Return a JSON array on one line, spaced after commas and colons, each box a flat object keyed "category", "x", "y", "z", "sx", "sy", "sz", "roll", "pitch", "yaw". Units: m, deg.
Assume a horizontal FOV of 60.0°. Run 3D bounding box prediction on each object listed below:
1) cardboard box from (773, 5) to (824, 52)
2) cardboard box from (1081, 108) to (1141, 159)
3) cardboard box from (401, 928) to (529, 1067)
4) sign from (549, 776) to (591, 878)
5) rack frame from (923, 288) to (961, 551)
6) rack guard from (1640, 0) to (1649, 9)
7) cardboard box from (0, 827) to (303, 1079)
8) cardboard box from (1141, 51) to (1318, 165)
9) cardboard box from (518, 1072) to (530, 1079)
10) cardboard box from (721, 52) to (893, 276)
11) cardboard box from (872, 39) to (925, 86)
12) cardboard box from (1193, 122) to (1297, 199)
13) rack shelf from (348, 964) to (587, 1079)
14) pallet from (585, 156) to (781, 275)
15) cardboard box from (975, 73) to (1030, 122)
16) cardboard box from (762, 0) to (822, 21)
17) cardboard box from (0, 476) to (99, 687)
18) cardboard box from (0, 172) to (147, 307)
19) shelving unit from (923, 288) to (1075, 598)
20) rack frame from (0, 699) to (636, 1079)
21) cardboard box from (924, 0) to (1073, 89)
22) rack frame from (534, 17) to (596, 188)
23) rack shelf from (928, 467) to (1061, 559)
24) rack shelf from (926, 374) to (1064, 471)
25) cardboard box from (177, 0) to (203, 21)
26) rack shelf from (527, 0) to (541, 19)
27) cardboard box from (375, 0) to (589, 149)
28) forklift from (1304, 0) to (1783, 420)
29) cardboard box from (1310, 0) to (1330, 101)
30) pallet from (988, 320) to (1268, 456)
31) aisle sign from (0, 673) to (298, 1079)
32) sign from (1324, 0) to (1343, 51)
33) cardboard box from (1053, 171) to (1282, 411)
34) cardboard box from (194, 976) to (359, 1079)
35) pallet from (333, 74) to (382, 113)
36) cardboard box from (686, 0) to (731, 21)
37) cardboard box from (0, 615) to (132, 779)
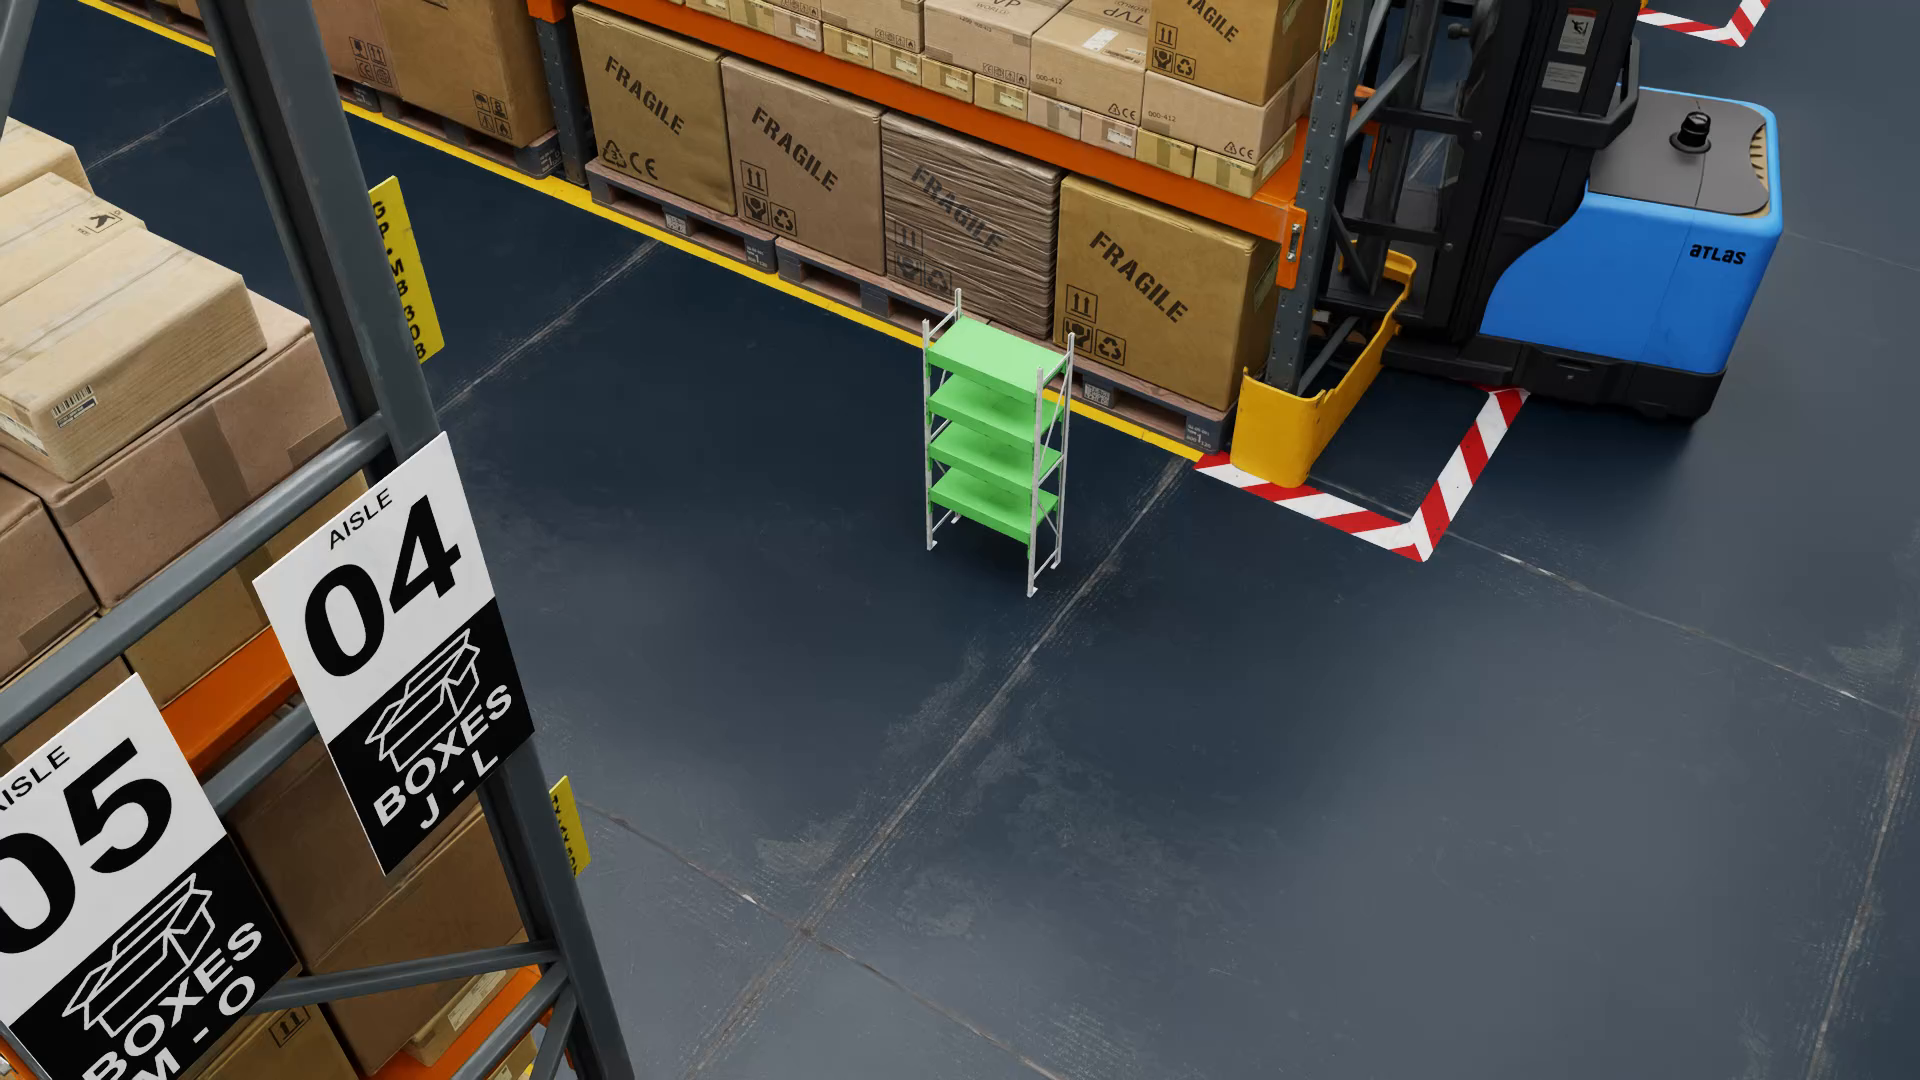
[{"category": "cardboard box", "x": -0.606, "y": -2.323, "z": 7.313, "sx": 0.250, "sy": 0.149, "sz": 0.380, "roll": 25, "pitch": 51, "yaw": 23}, {"category": "cardboard box", "x": 0.691, "y": -1.728, "z": 6.735, "sx": 0.250, "sy": 0.149, "sz": 0.380, "roll": 25, "pitch": 51, "yaw": 22}, {"category": "cardboard box", "x": -1.258, "y": 1.041, "z": 4.044, "sx": 0.250, "sy": 0.149, "sz": 0.380, "roll": 24, "pitch": 51, "yaw": 22}, {"category": "sign", "x": -0.870, "y": 0.647, "z": 3.648, "sx": 0.005, "sy": 0.325, "sz": 0.100, "roll": 25, "pitch": 51, "yaw": 22}, {"category": "rack frame", "x": -0.066, "y": -0.449, "z": 6.571, "sx": 0.015, "sy": 1.200, "sz": 0.240, "roll": 25, "pitch": 51, "yaw": 22}, {"category": "rack guard", "x": 4.302, "y": -3.796, "z": 10.312, "sx": 0.348, "sy": 0.500, "sz": 1.175, "roll": 25, "pitch": 51, "yaw": 22}, {"category": "cardboard box", "x": -1.682, "y": 0.763, "z": 3.165, "sx": 0.500, "sy": 0.500, "sz": 0.500, "roll": 24, "pitch": 50, "yaw": 21}, {"category": "cardboard box", "x": 1.049, "y": -1.757, "z": 6.485, "sx": 0.500, "sy": 0.250, "sz": 0.500, "roll": 24, "pitch": 50, "yaw": 22}, {"category": "cardboard box", "x": -1.431, "y": 1.728, "z": 4.896, "sx": 0.250, "sy": 0.149, "sz": 0.380, "roll": 26, "pitch": 51, "yaw": 23}, {"category": "cardboard box", "x": -0.497, "y": -1.981, "z": 7.994, "sx": 0.875, "sy": 0.875, "sz": 0.875, "roll": 25, "pitch": 51, "yaw": 22}, {"category": "cardboard box", "x": -0.164, "y": -2.122, "z": 7.118, "sx": 0.250, "sy": 0.149, "sz": 0.380, "roll": 26, "pitch": 51, "yaw": 23}, {"category": "cardboard box", "x": 1.123, "y": -1.530, "z": 6.542, "sx": 0.250, "sy": 0.149, "sz": 0.380, "roll": 26, "pitch": 51, "yaw": 23}, {"category": "rack shelf", "x": -2.846, "y": 0.753, "z": 4.650, "sx": 4.000, "sy": 0.370, "sz": 1.077, "roll": 25, "pitch": 51, "yaw": 22}, {"category": "pallet", "x": -1.169, "y": -1.914, "z": 8.684, "sx": 1.213, "sy": 0.211, "sz": 1.003, "roll": 25, "pitch": 51, "yaw": 22}, {"category": "cardboard box", "x": 0.262, "y": -1.925, "z": 6.926, "sx": 0.250, "sy": 0.149, "sz": 0.380, "roll": 24, "pitch": 50, "yaw": 21}, {"category": "cardboard box", "x": -0.657, "y": -2.546, "z": 7.251, "sx": 0.500, "sy": 0.250, "sz": 0.500, "roll": 26, "pitch": 51, "yaw": 23}, {"category": "cardboard box", "x": -1.687, "y": 0.085, "z": 2.463, "sx": 0.500, "sy": 0.250, "sz": 0.500, "roll": 23, "pitch": 50, "yaw": 21}, {"category": "cardboard box", "x": -1.517, "y": -0.402, "z": 2.657, "sx": 0.250, "sy": 0.149, "sz": 0.380, "roll": 27, "pitch": 51, "yaw": 24}, {"category": "shelving unit", "x": 0.139, "y": -0.354, "z": 6.479, "sx": 0.503, "sy": 1.200, "sz": 0.258, "roll": 25, "pitch": 51, "yaw": 22}, {"category": "rack frame", "x": -1.162, "y": 1.277, "z": 3.640, "sx": 0.127, "sy": 3.000, "sz": 1.000, "roll": 25, "pitch": 51, "yaw": 22}, {"category": "cardboard box", "x": 0.194, "y": -2.151, "z": 6.868, "sx": 0.500, "sy": 0.250, "sz": 0.500, "roll": 23, "pitch": 50, "yaw": 21}, {"category": "rack frame", "x": -1.767, "y": -3.227, "z": 8.016, "sx": 0.127, "sy": 3.000, "sz": 1.000, "roll": 25, "pitch": 51, "yaw": 22}, {"category": "rack shelf", "x": 0.139, "y": -0.142, "z": 6.697, "sx": 0.480, "sy": 0.148, "sz": 0.258, "roll": 25, "pitch": 51, "yaw": 22}, {"category": "rack shelf", "x": 0.139, "y": -0.477, "z": 6.353, "sx": 0.480, "sy": 0.148, "sz": 0.258, "roll": 25, "pitch": 51, "yaw": 22}, {"category": "cardboard box", "x": -3.818, "y": -3.552, "z": 9.521, "sx": 0.875, "sy": 0.875, "sz": 1.225, "roll": 25, "pitch": 51, "yaw": 22}, {"category": "rack shelf", "x": -3.450, "y": -3.751, "z": 9.027, "sx": 4.000, "sy": 0.370, "sz": 1.077, "roll": 25, "pitch": 51, "yaw": 22}, {"category": "cardboard box", "x": -2.316, "y": -2.869, "z": 8.857, "sx": 0.875, "sy": 0.875, "sz": 1.225, "roll": 25, "pitch": 51, "yaw": 22}, {"category": "forklift", "x": 2.038, "y": -2.176, "z": 7.043, "sx": 3.031, "sy": 2.935, "sz": 1.130, "roll": 12, "pitch": 47, "yaw": 12}, {"category": "cardboard box", "x": 1.342, "y": -2.079, "z": 6.797, "sx": 0.500, "sy": 0.250, "sz": 0.500, "roll": 23, "pitch": 50, "yaw": 21}, {"category": "pallet", "x": 0.885, "y": -0.969, "z": 7.766, "sx": 1.213, "sy": 0.211, "sz": 1.003, "roll": 25, "pitch": 51, "yaw": 22}, {"category": "aisle sign", "x": -1.263, "y": 0.580, "z": 2.504, "sx": 0.004, "sy": 0.787, "sz": 0.394, "roll": 25, "pitch": 51, "yaw": 22}, {"category": "sign", "x": 1.296, "y": -1.842, "z": 5.698, "sx": 0.005, "sy": 0.325, "sz": 0.100, "roll": 25, "pitch": 51, "yaw": 22}, {"category": "cardboard box", "x": 1.019, "y": -1.284, "z": 7.317, "sx": 0.875, "sy": 0.875, "sz": 0.875, "roll": 25, "pitch": 51, "yaw": 22}, {"category": "cardboard box", "x": -1.680, "y": 1.119, "z": 3.515, "sx": 0.500, "sy": 0.500, "sz": 0.500, "roll": 26, "pitch": 51, "yaw": 23}, {"category": "pallet", "x": -3.488, "y": -2.980, "z": 9.721, "sx": 1.213, "sy": 0.211, "sz": 1.003, "roll": 25, "pitch": 51, "yaw": 22}, {"category": "cardboard box", "x": -1.032, "y": -2.520, "z": 7.504, "sx": 0.250, "sy": 0.149, "sz": 0.380, "roll": 23, "pitch": 50, "yaw": 21}, {"category": "cardboard box", "x": -1.688, "y": 0.267, "z": 2.634, "sx": 0.500, "sy": 0.250, "sz": 0.500, "roll": 24, "pitch": 50, "yaw": 21}]
